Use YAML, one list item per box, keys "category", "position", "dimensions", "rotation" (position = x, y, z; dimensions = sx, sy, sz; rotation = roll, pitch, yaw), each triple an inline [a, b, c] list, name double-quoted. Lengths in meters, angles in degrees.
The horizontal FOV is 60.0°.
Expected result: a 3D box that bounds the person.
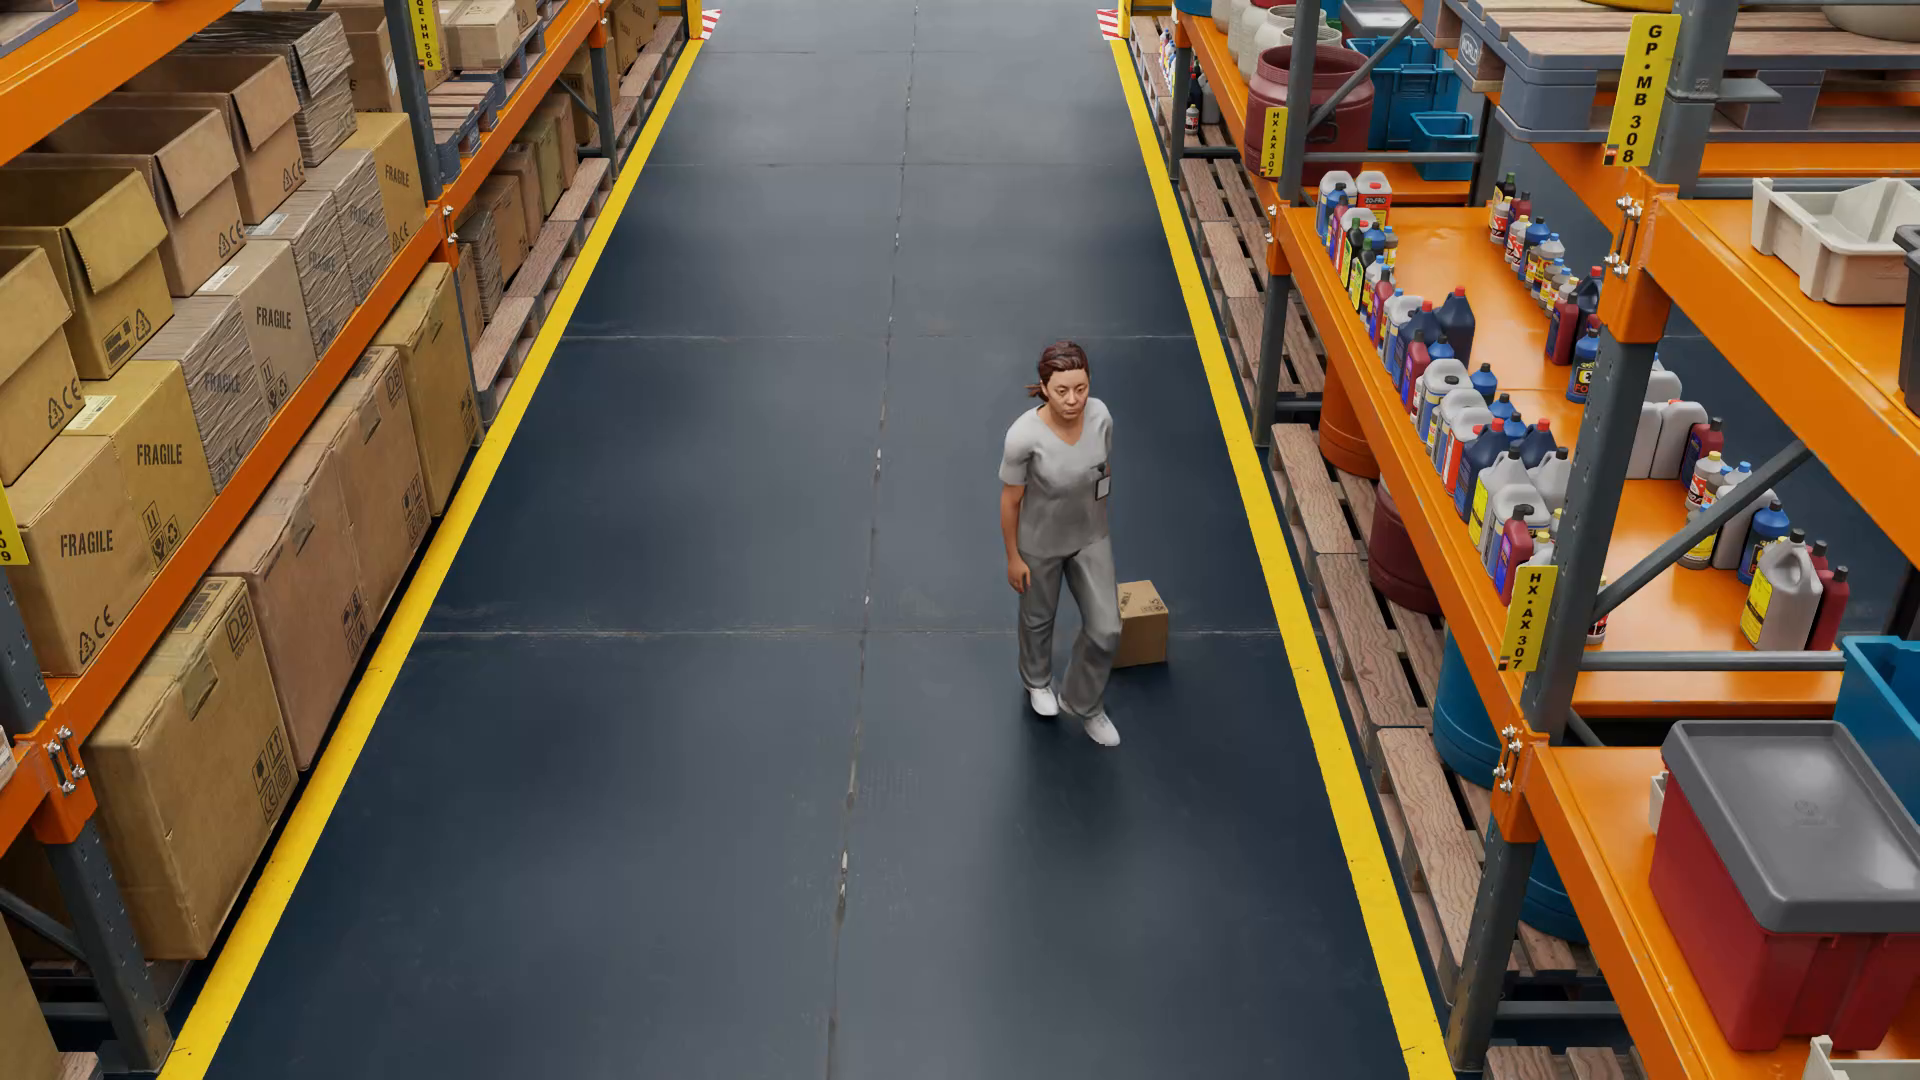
- category: "person"
  position: [0.346, 0.018, 6.139]
  dimensions: [0.473, 1.667, 0.539]
  rotation: [-9, 33, -15]
